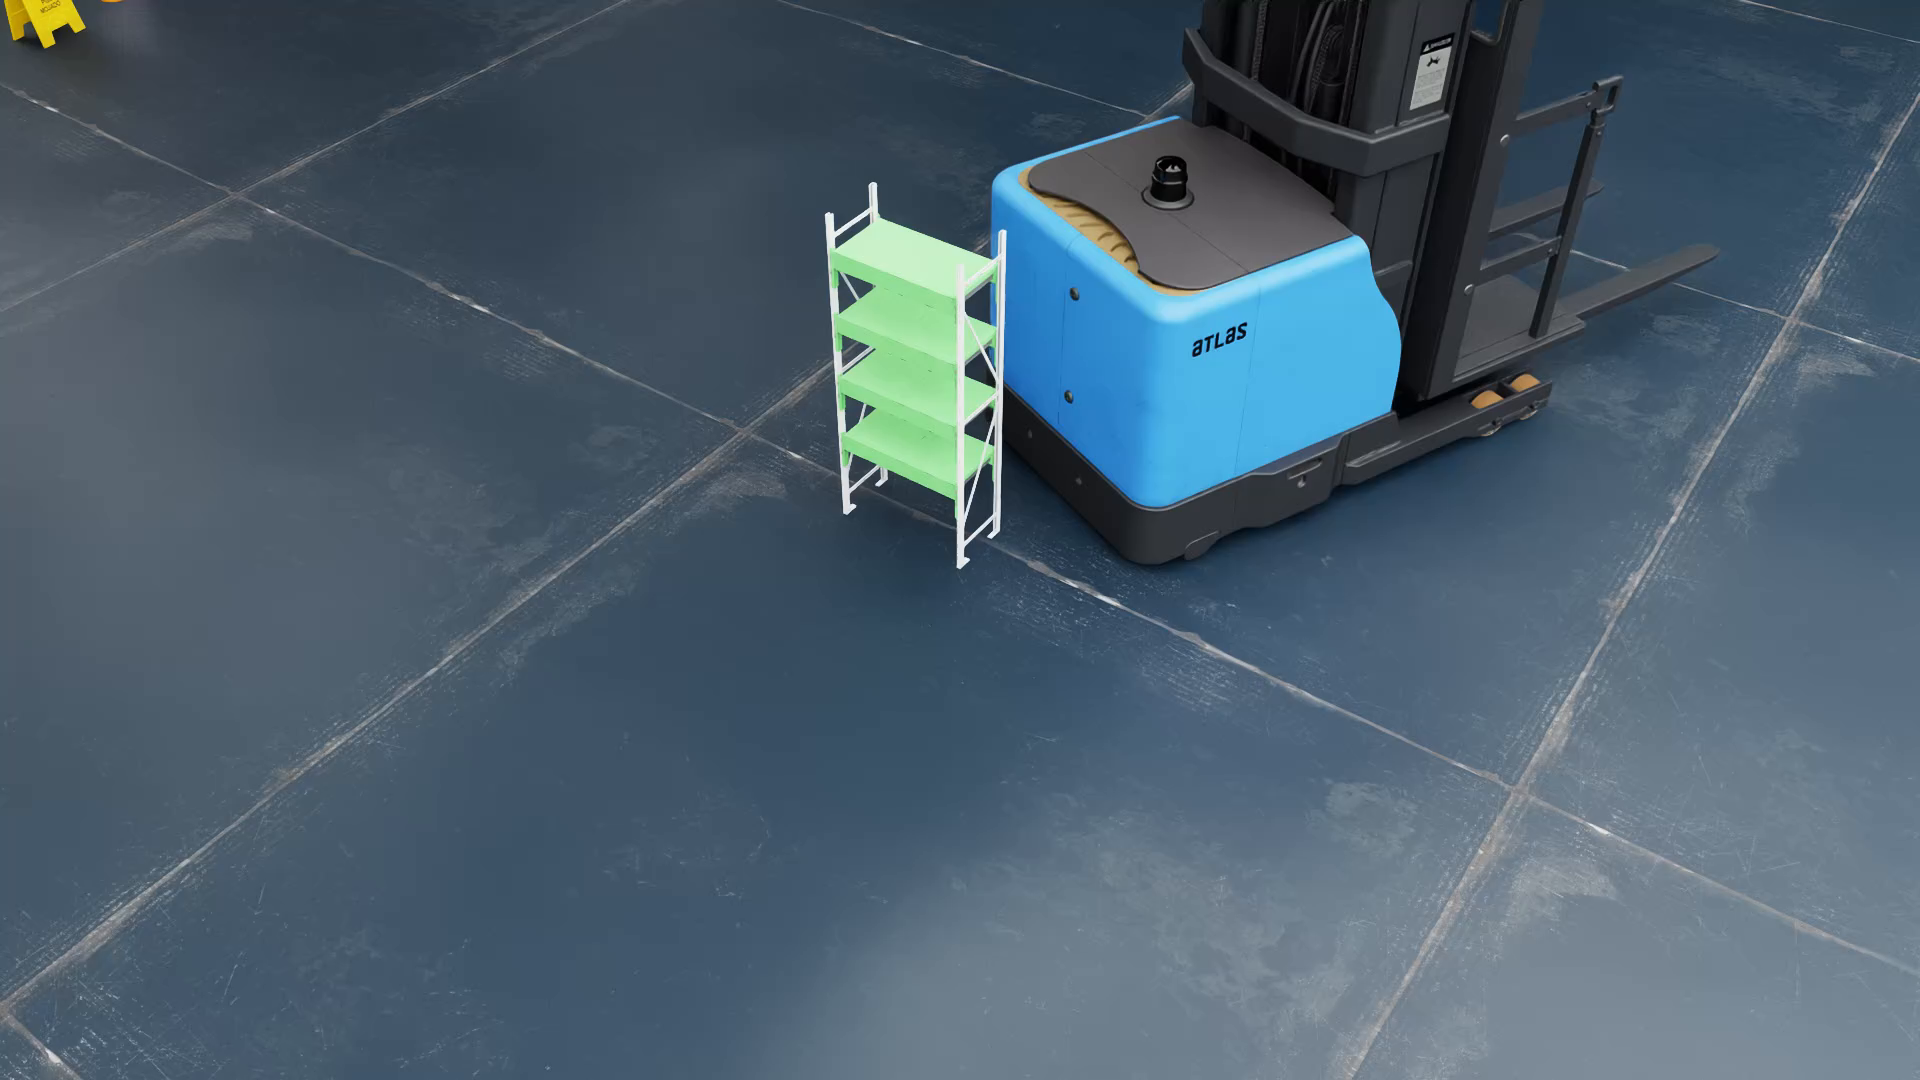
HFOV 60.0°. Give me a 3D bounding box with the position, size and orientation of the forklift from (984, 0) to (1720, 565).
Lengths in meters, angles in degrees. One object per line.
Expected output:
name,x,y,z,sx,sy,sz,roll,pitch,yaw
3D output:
forklift,1.615,-1.757,5.515,3.031,2.935,1.130,-22,46,-23

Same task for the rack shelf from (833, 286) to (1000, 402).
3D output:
rack shelf,-0.136,-0.642,5.303,0.480,0.148,0.258,25,48,25

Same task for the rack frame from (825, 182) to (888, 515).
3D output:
rack frame,-0.335,-0.604,5.525,0.015,1.200,0.240,25,48,25

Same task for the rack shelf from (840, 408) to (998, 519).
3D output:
rack shelf,-0.136,-0.284,5.623,0.480,0.148,0.258,25,48,25

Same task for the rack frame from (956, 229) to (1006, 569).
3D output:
rack frame,0.064,-0.417,5.316,0.015,1.200,0.240,25,48,25

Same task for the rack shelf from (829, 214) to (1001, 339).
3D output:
rack shelf,-0.136,-0.821,5.143,0.480,0.148,0.258,25,48,25

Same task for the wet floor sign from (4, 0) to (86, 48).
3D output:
wet floor sign,-4.768,-2.889,8.495,0.232,0.644,0.267,17,45,18

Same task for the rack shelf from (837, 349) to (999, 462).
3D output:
rack shelf,-0.136,-0.463,5.463,0.480,0.148,0.258,25,48,25

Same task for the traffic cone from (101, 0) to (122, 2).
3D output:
traffic cone,-4.621,-3.216,8.997,0.334,0.463,0.336,25,48,25

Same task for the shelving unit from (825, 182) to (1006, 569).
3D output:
shelving unit,-0.136,-0.511,5.421,0.503,1.200,0.258,25,48,25
